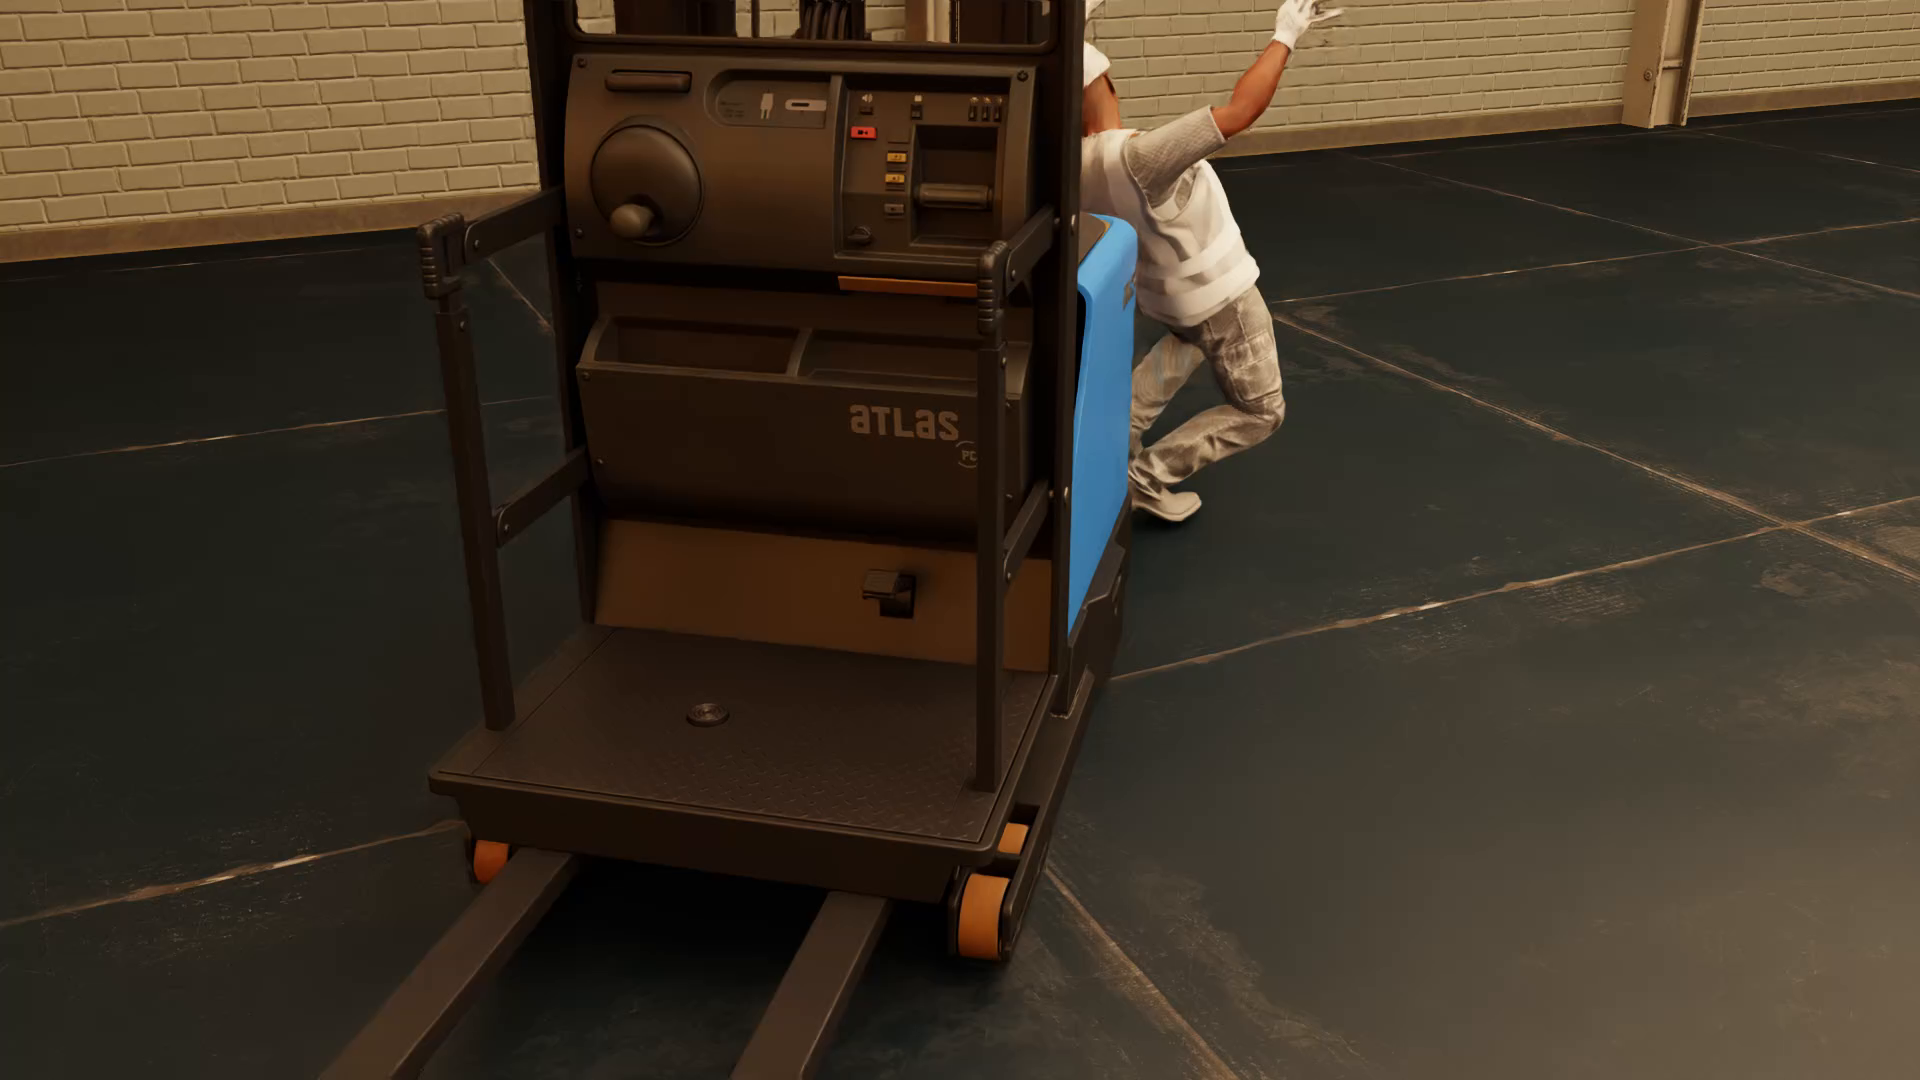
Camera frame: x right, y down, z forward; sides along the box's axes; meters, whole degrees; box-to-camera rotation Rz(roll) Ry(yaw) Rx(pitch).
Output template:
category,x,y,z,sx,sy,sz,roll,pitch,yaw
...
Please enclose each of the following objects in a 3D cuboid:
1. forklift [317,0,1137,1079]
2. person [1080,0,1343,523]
category,x,y,z,sx,sy,sz,roll,pitch,yaw
forklift,-0.366,-0.711,2.997,1.130,2.935,3.031,5,23,12
person,0.577,-0.883,5.098,0.771,1.649,0.994,-10,24,-22
